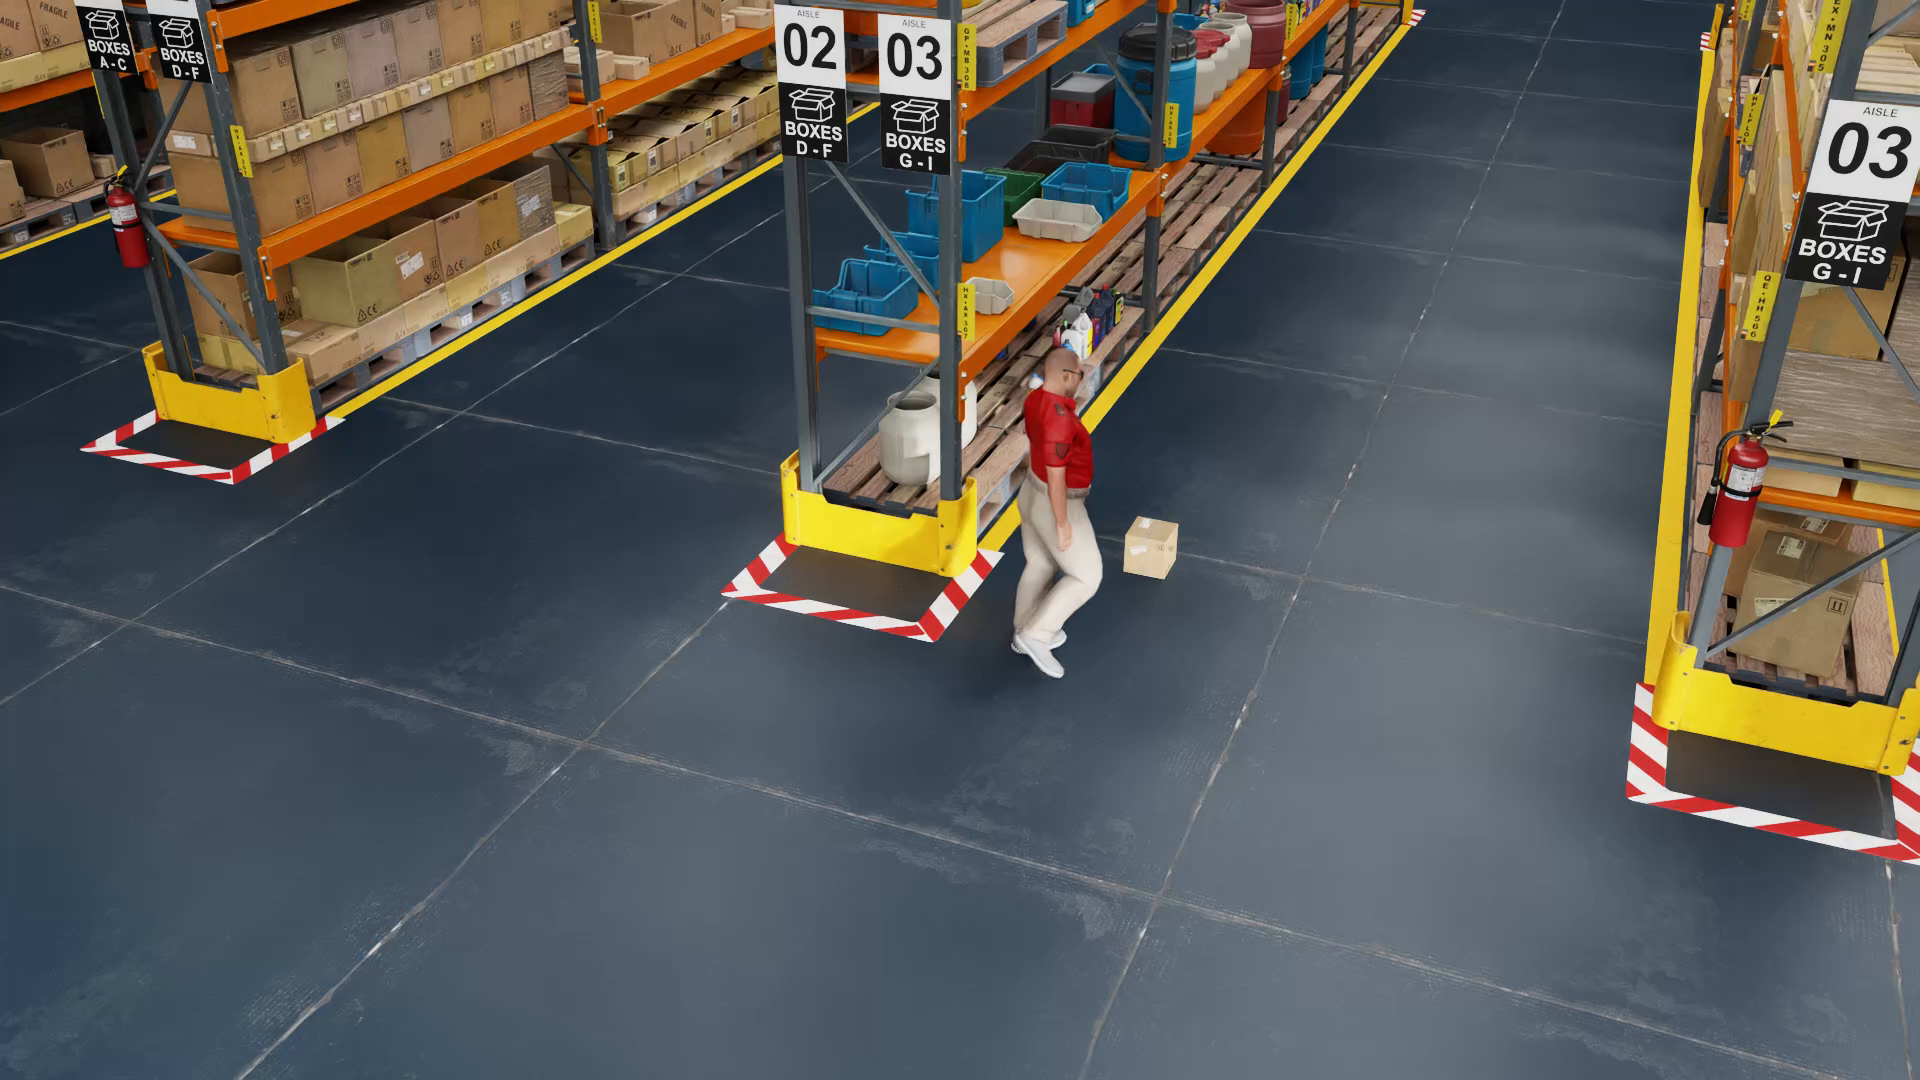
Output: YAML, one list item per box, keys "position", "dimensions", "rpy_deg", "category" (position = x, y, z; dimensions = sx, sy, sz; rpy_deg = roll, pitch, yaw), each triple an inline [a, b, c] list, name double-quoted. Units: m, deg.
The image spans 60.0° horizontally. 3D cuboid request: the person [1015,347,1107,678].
- position: [0.490, -0.158, 8.683]
  dimensions: [0.449, 1.717, 0.658]
  rpy_deg: [-11, 31, -19]
  category: "person"
